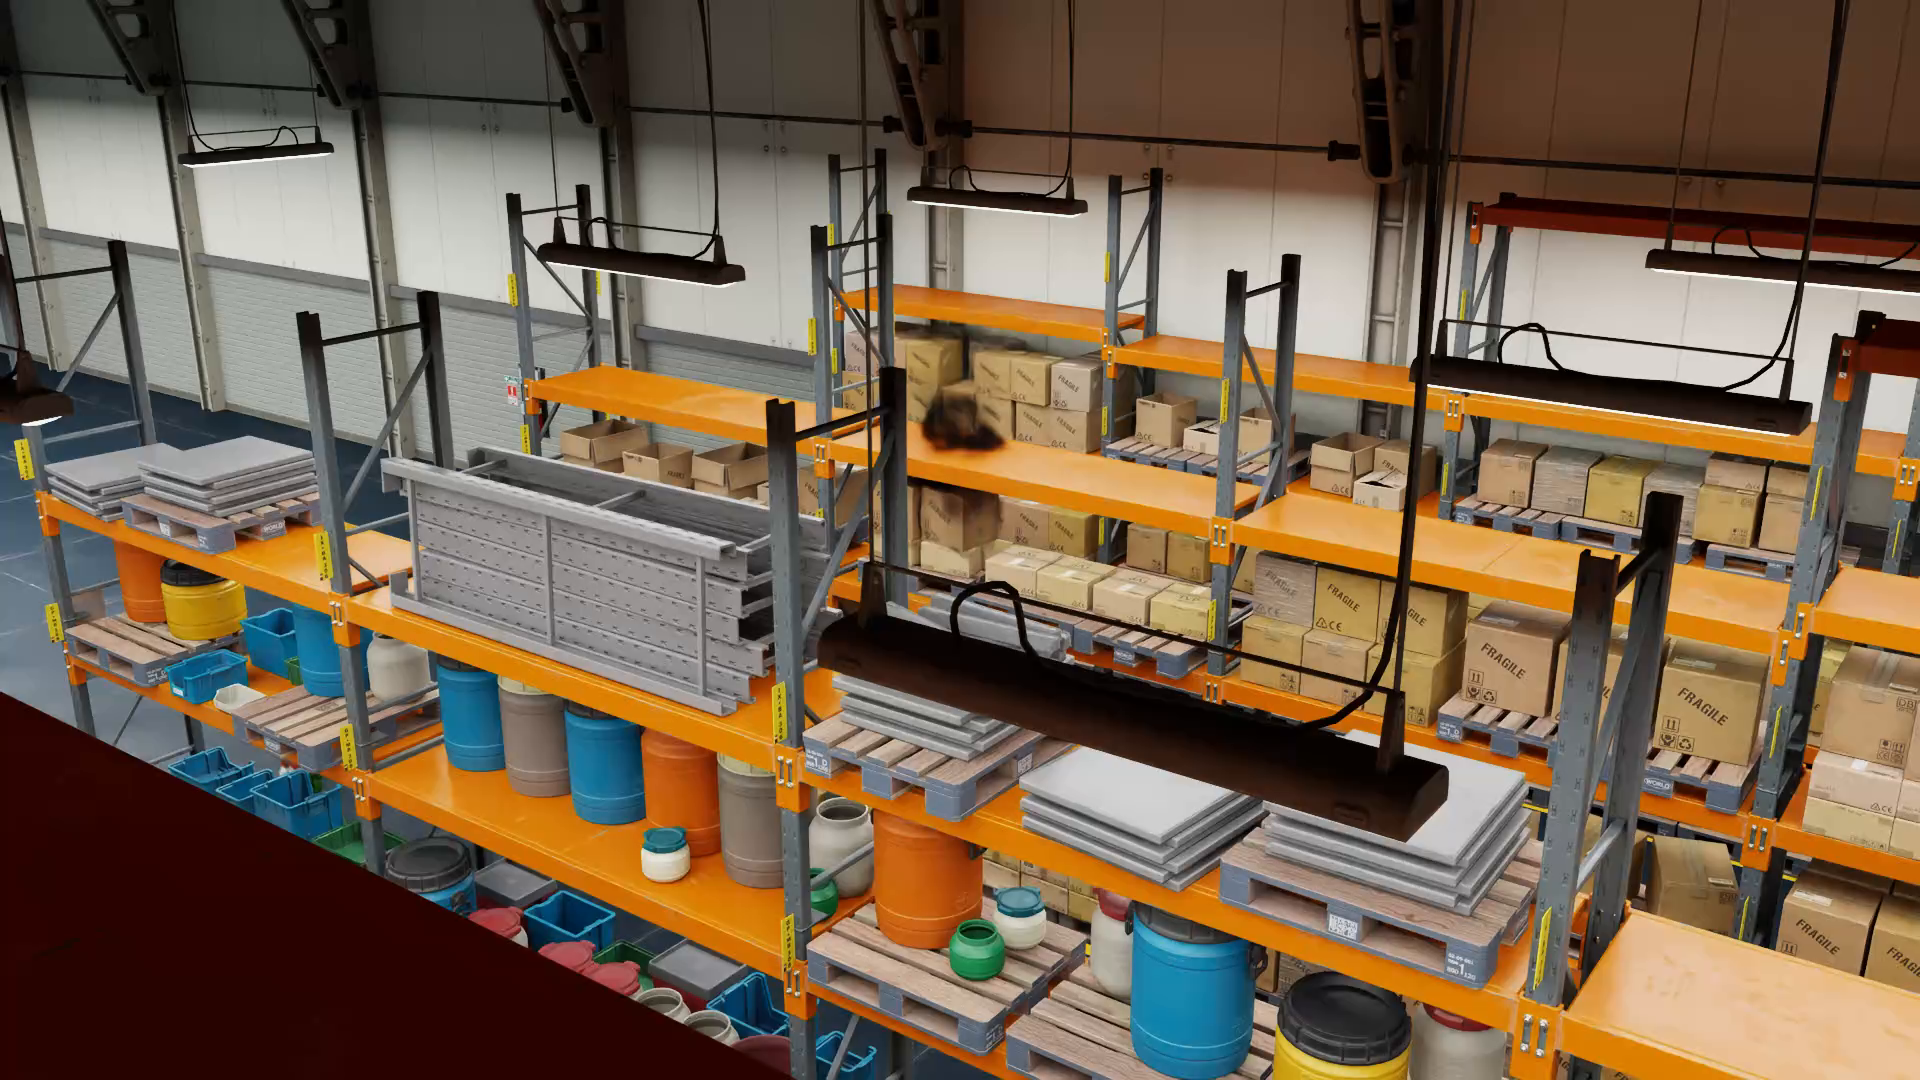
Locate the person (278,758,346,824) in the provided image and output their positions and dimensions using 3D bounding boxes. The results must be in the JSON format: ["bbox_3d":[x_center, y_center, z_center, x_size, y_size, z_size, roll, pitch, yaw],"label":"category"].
[{"bbox_3d":[-6.260,2.165,15.872,0.913,1.786,0.695,9,20,24],"label":"person"}]
